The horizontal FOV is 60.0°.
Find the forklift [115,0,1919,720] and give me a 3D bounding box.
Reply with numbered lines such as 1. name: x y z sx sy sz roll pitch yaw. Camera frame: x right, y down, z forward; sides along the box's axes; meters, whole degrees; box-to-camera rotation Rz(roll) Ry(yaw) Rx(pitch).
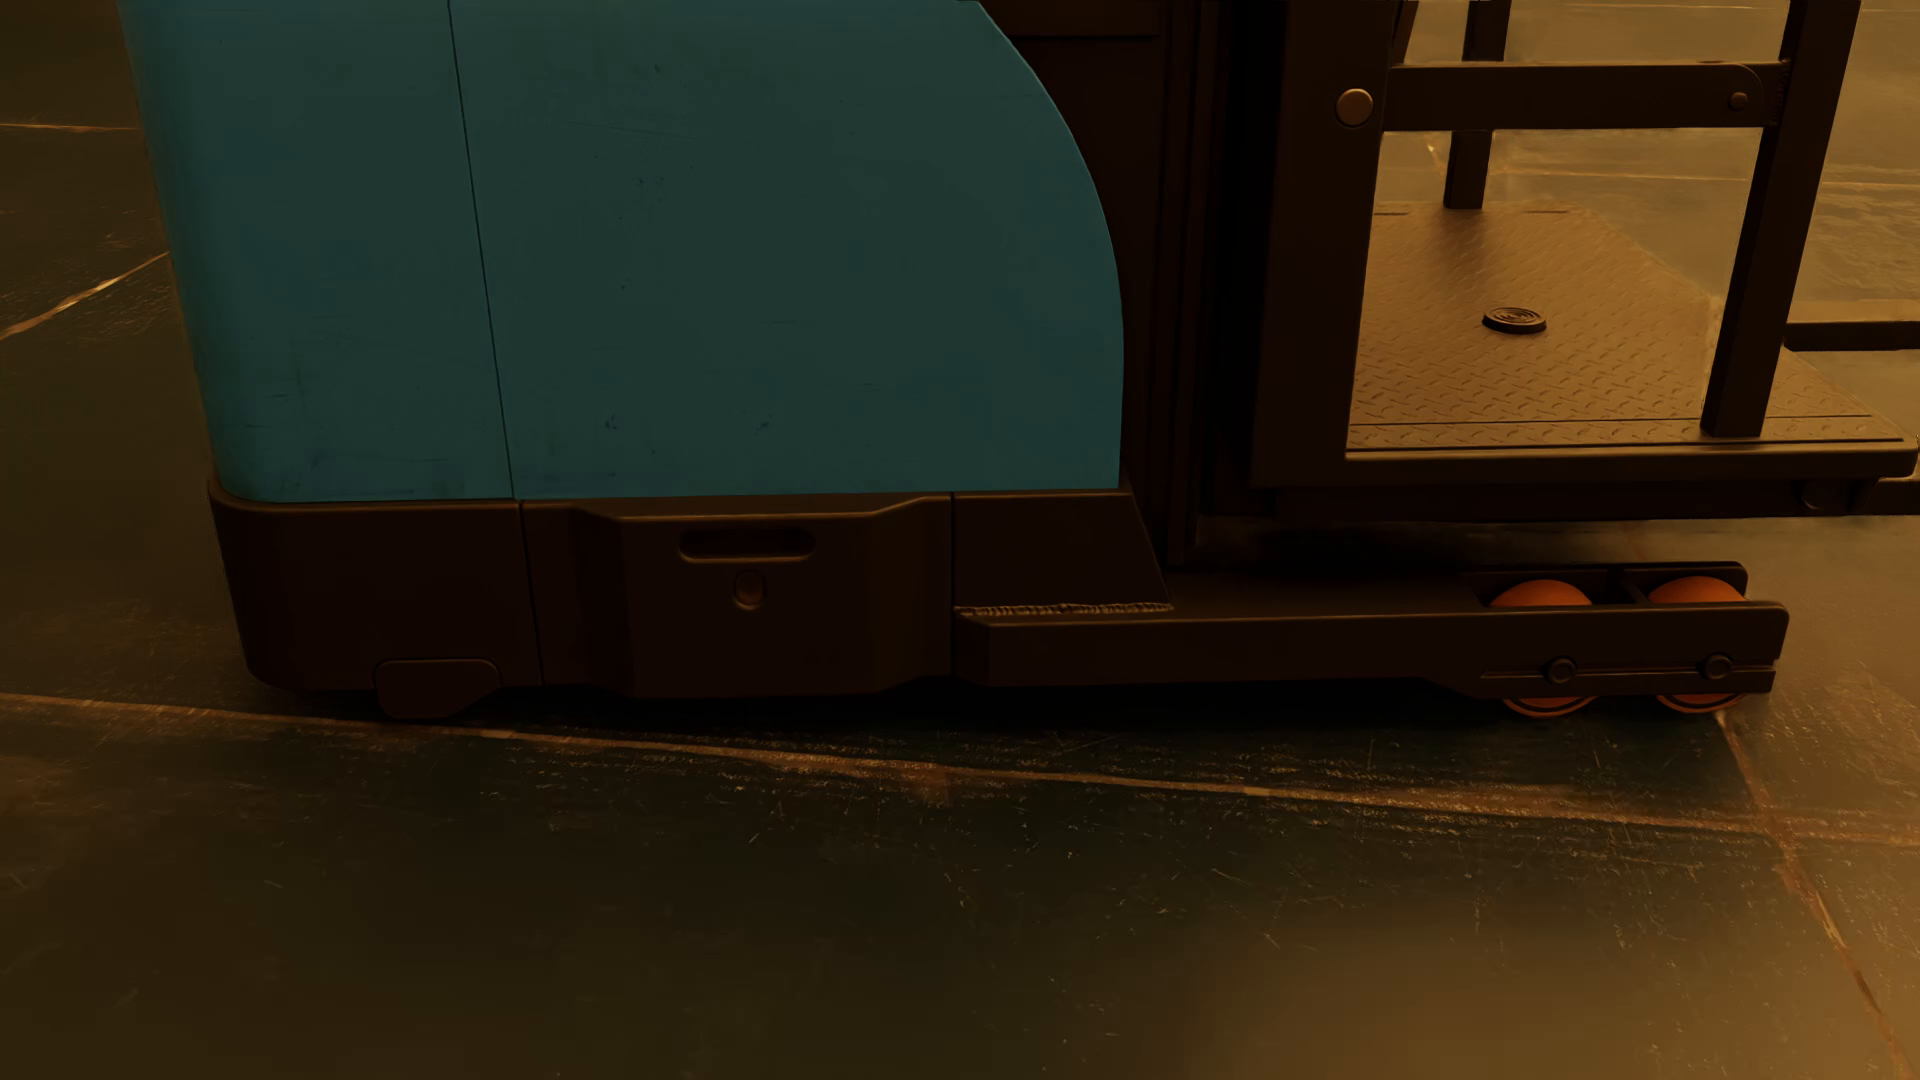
1. forklift: 0.612 -1.329 1.881 3.031 2.935 1.130 -1 27 -2
